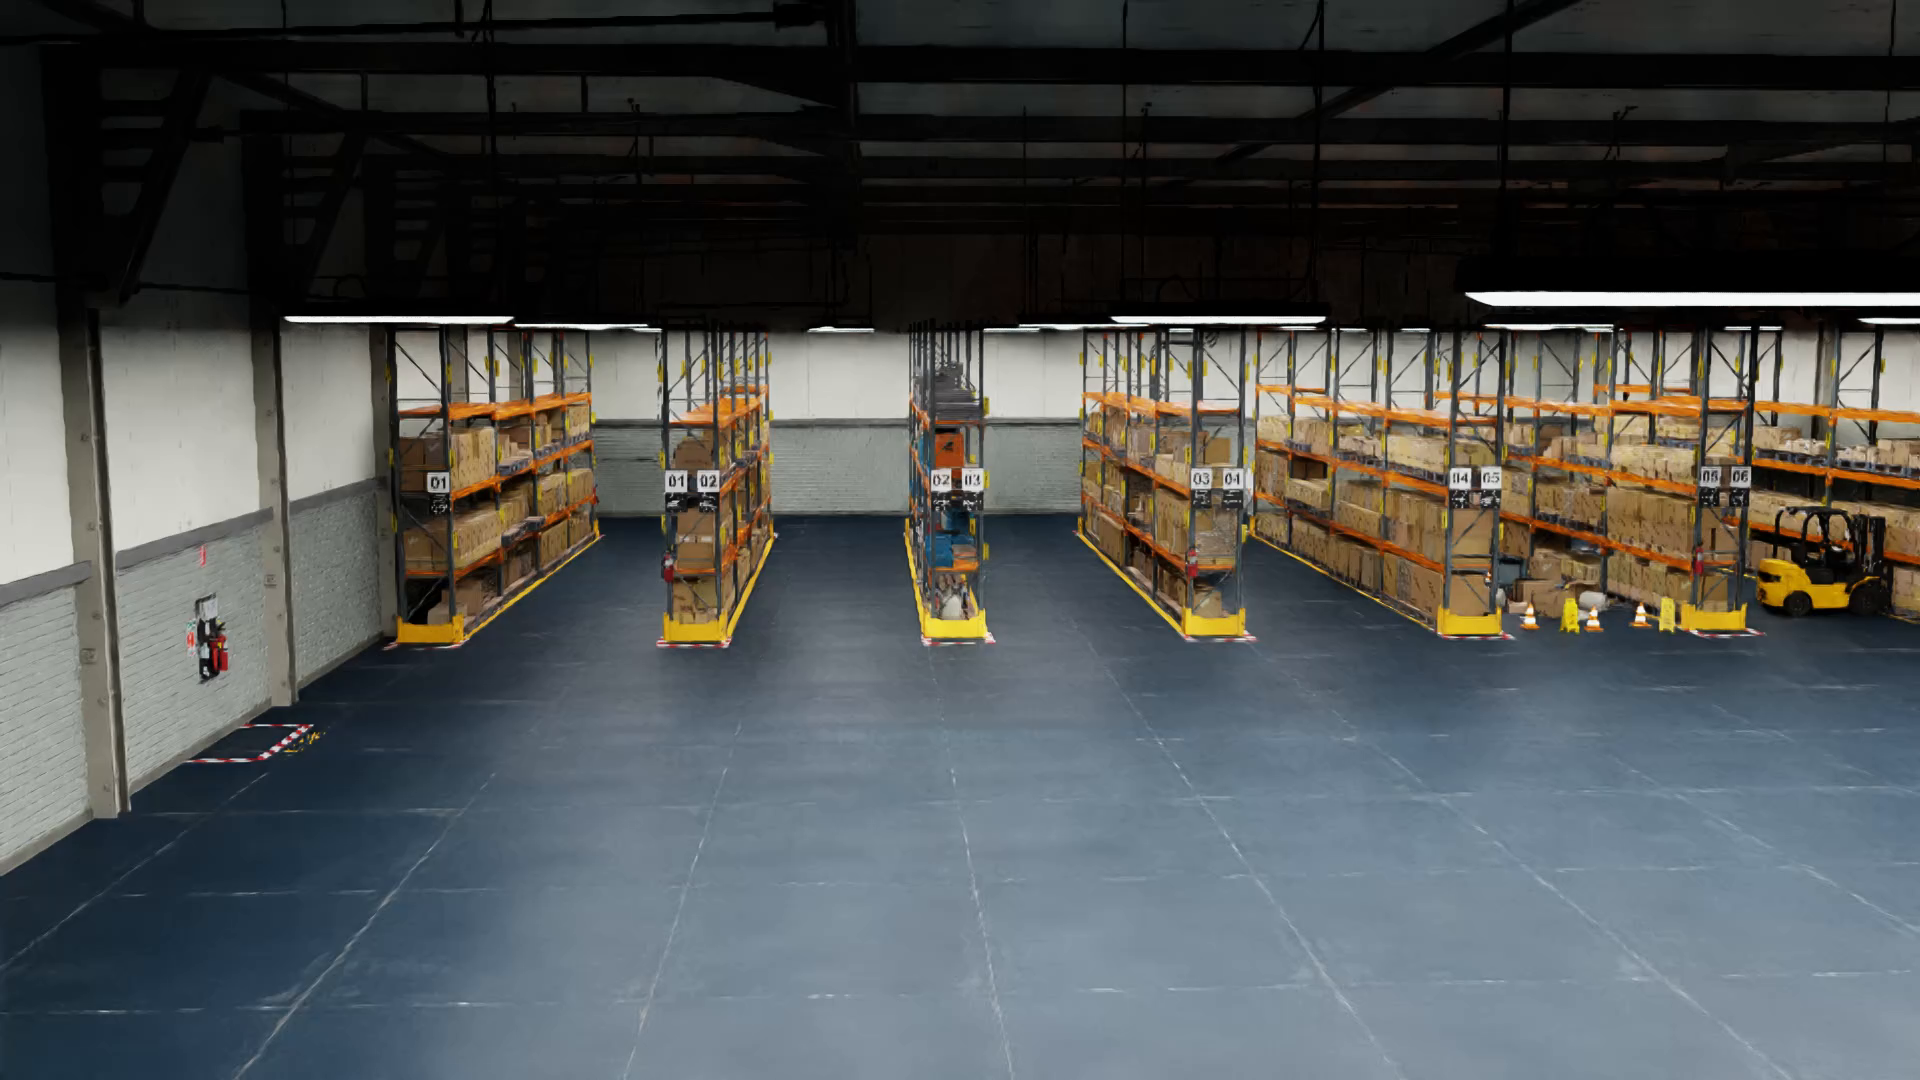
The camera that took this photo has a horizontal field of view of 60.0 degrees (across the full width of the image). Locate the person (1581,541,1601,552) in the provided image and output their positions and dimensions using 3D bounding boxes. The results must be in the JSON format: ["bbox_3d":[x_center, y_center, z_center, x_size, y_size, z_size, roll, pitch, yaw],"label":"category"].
[{"bbox_3d":[16.748,-0.540,43.899,0.575,1.665,0.572,3,7,20],"label":"person"}]

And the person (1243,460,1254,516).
[{"bbox_3d":[9.150,-1.642,52.485,0.769,1.768,0.531,-6,9,-41],"label":"person"}]

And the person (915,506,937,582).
[{"bbox_3d":[-0.740,0.097,36.463,0.468,1.681,0.532,-1,7,-11],"label":"person"}]

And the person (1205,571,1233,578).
[{"bbox_3d":[6.054,0.023,39.156,0.578,1.713,1.102,-1,7,-11],"label":"person"}]
